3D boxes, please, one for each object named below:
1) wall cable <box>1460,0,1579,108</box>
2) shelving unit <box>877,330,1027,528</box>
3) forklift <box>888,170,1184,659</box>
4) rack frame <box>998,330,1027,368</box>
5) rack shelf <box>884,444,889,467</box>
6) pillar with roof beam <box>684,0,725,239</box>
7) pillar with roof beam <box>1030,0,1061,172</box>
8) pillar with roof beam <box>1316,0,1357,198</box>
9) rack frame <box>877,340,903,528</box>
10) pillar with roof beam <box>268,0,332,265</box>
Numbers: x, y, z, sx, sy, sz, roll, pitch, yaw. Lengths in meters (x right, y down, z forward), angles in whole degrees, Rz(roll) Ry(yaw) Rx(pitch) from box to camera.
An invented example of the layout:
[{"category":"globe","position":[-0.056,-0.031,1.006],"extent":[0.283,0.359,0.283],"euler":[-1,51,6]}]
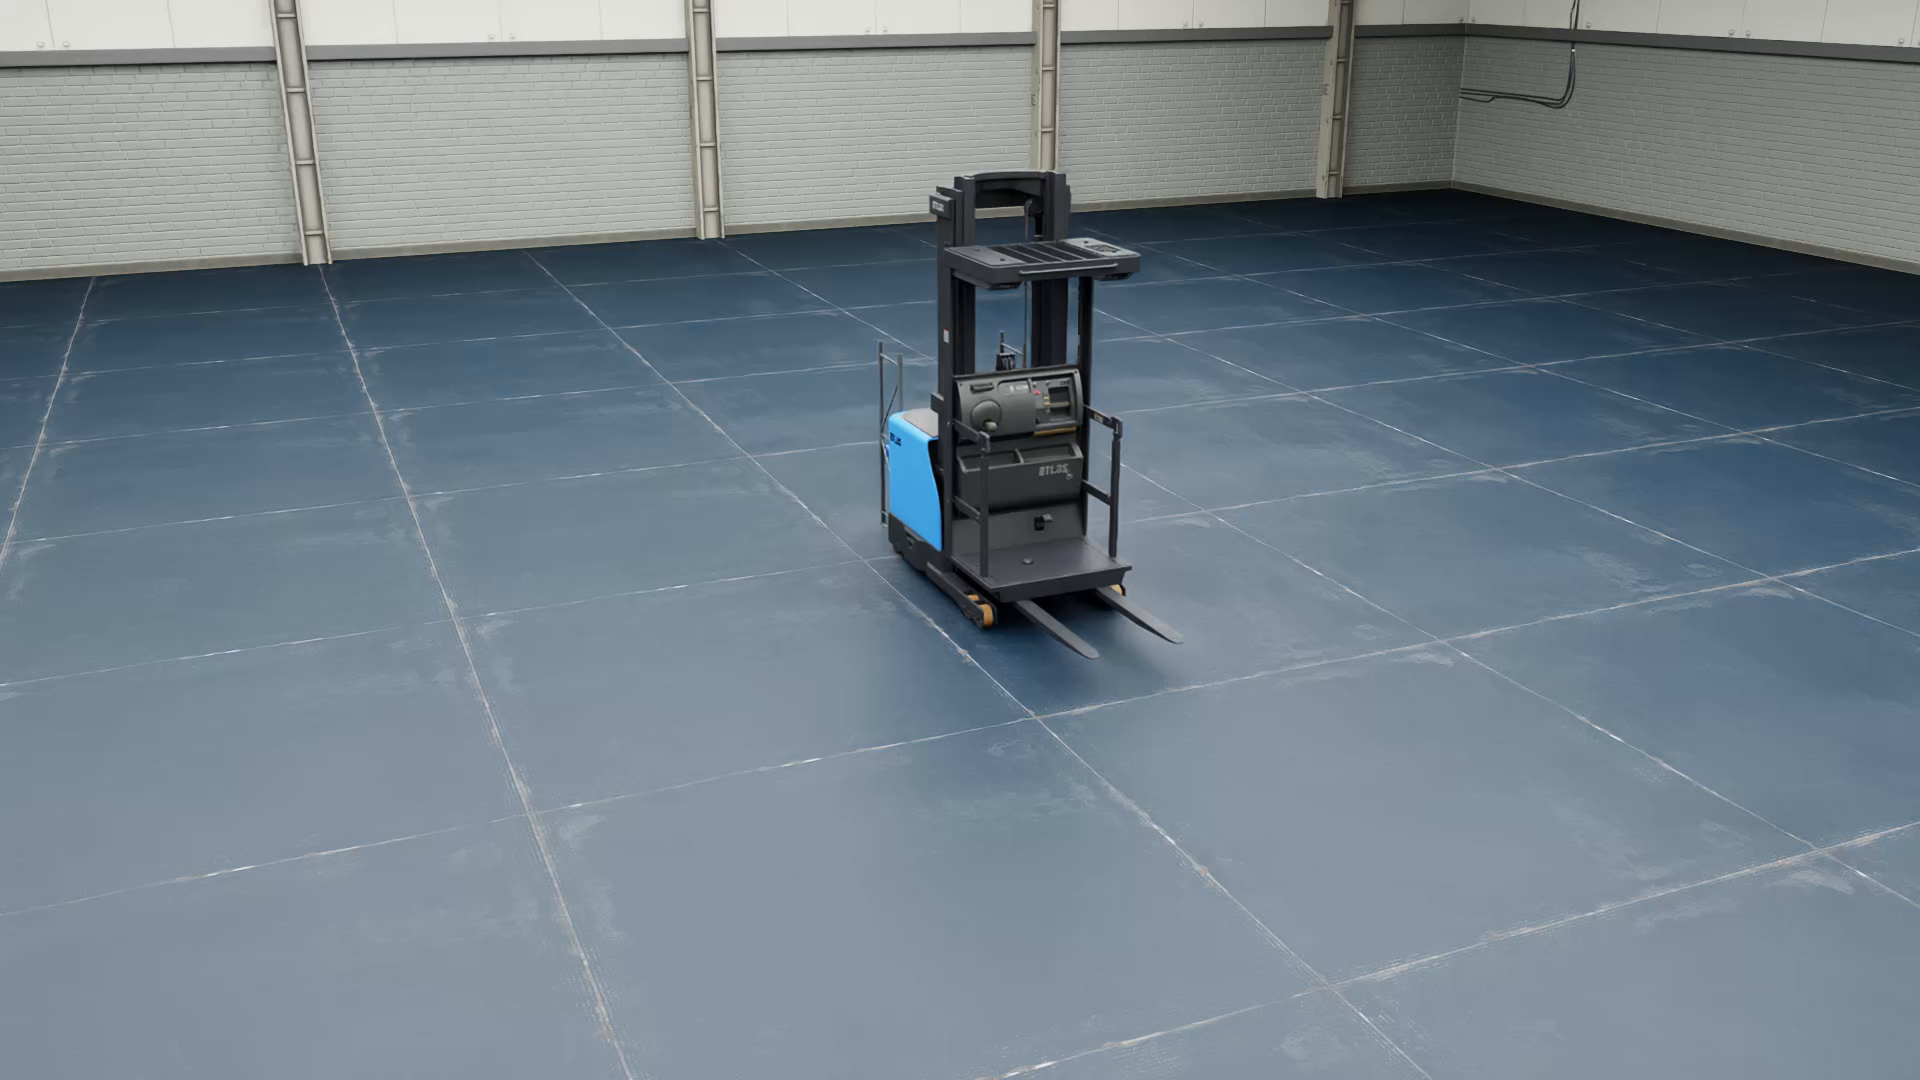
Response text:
[{"category":"wall cable","position":[10.201,-9.255,30.432],"extent":[0.112,2.526,3.097],"euler":[-8,21,-22]},{"category":"shelving unit","position":[-0.063,-0.827,13.111],"extent":[1.048,1.500,0.538],"euler":[-7,21,-20]},{"category":"forklift","position":[0.506,-0.944,11.289],"extent":[1.130,2.935,3.031],"euler":[-8,21,-22]},{"category":"rack frame","position":[0.410,-0.889,13.288],"extent":[0.032,1.500,0.500],"euler":[-7,21,-20]},{"category":"rack shelf","position":[-0.063,-0.657,13.171],"extent":[1.000,0.185,0.538],"euler":[-7,21,-20]},{"category":"pillar with roof beam","position":[-2.341,-7.843,21.749],"extent":[0.400,9.000,9.100],"euler":[-8,21,-22]},{"category":"pillar with roof beam","position":[3.169,-8.633,23.990],"extent":[0.400,9.000,9.100],"euler":[-8,21,-22]},{"category":"pillar with roof beam","position":[8.678,-9.422,26.232],"extent":[0.400,9.000,9.100],"euler":[-8,21,-22]},{"category":"rack frame","position":[-0.536,-0.764,12.935],"extent":[0.032,1.500,0.500],"euler":[-7,21,-20]},{"category":"pillar with roof beam","position":[-7.850,-7.054,19.507],"extent":[0.400,9.000,9.100],"euler":[-8,21,-22]}]
